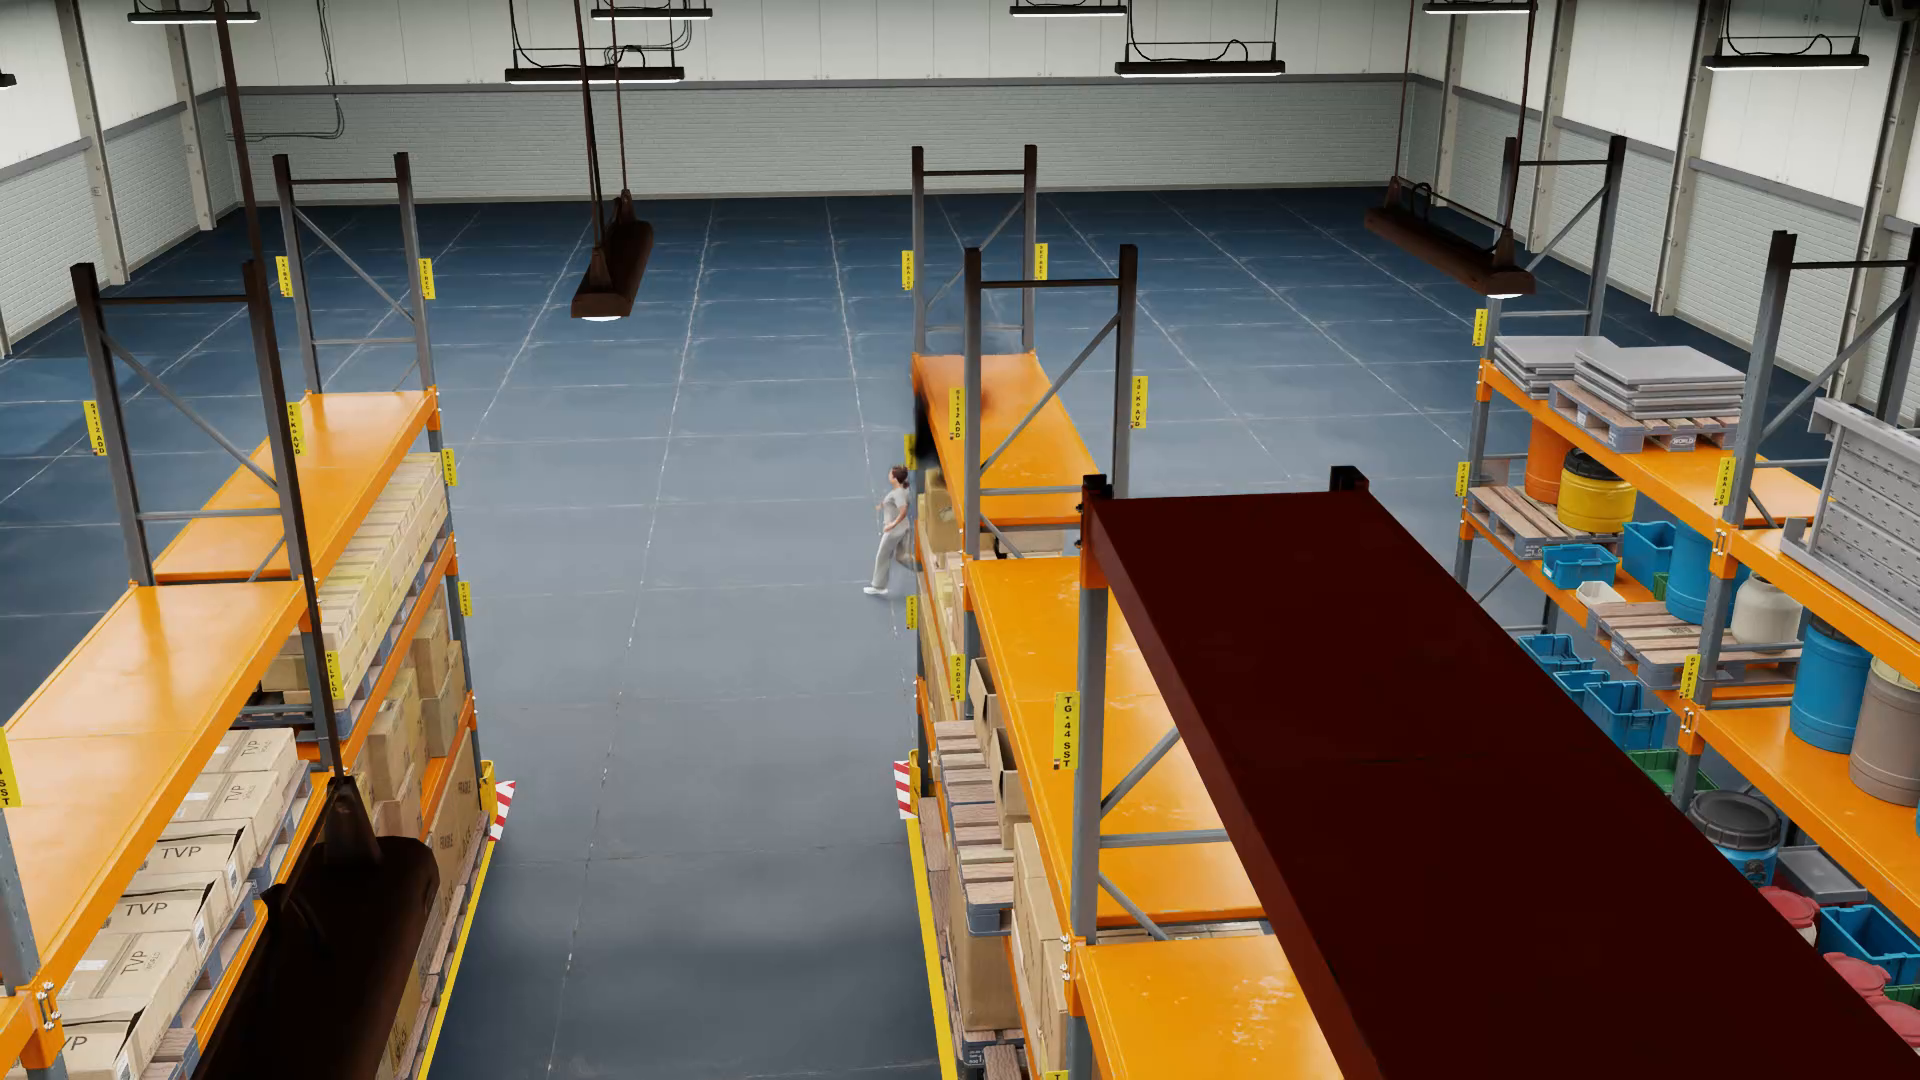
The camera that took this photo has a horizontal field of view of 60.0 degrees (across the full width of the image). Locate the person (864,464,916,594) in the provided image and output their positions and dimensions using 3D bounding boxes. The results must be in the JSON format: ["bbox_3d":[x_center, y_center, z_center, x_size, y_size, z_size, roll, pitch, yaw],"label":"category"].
[{"bbox_3d":[-0.719,-0.093,19.599,0.935,1.663,0.568,8,23,19],"label":"person"}]
